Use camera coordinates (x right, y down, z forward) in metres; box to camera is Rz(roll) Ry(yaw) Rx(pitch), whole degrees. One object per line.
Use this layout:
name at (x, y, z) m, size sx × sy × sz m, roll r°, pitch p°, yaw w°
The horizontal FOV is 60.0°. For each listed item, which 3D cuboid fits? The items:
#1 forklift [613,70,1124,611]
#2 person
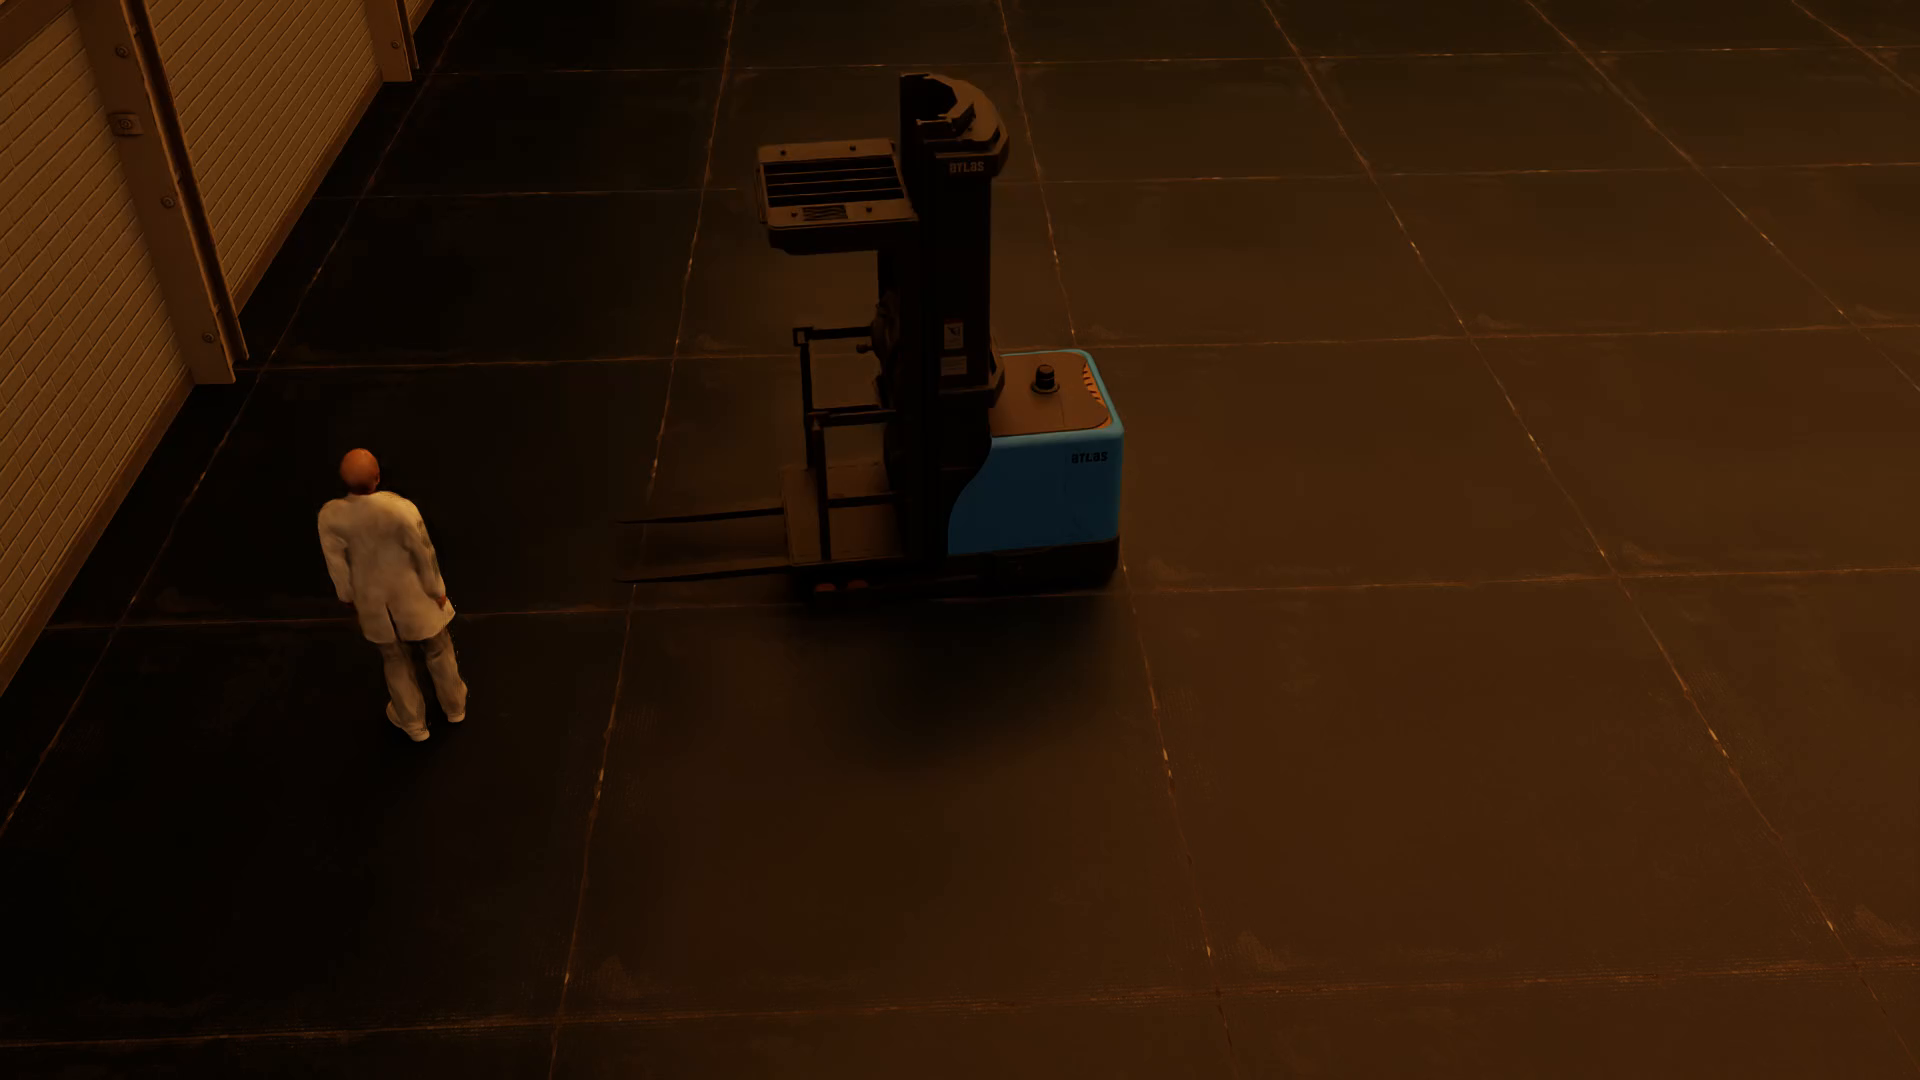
forklift at (-0.600, -1.099, 9.519) m, size 3.031 × 2.935 × 1.130 m, roll -5°, pitch 36°, yaw -7°
person at (-2.938, 0.234, 8.670) m, size 0.556 × 1.780 × 0.516 m, roll -1°, pitch 36°, yaw -2°
